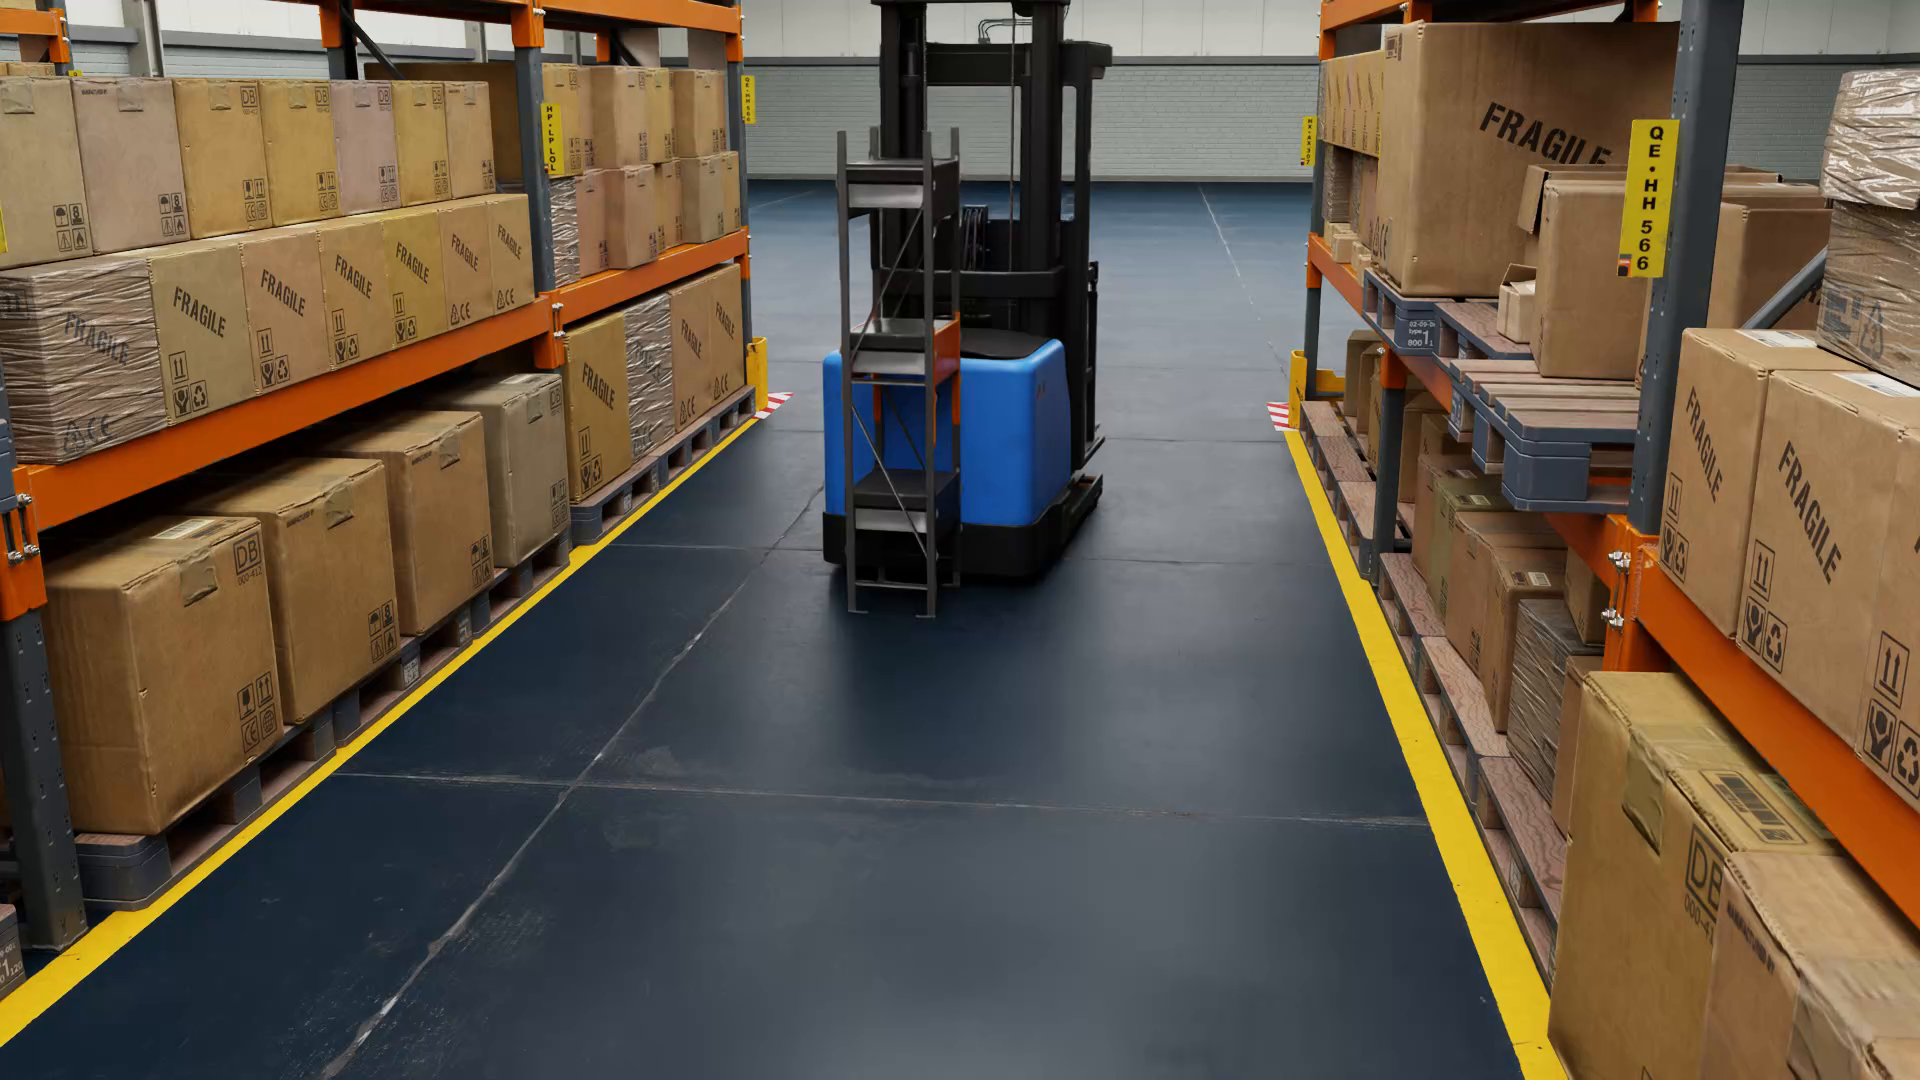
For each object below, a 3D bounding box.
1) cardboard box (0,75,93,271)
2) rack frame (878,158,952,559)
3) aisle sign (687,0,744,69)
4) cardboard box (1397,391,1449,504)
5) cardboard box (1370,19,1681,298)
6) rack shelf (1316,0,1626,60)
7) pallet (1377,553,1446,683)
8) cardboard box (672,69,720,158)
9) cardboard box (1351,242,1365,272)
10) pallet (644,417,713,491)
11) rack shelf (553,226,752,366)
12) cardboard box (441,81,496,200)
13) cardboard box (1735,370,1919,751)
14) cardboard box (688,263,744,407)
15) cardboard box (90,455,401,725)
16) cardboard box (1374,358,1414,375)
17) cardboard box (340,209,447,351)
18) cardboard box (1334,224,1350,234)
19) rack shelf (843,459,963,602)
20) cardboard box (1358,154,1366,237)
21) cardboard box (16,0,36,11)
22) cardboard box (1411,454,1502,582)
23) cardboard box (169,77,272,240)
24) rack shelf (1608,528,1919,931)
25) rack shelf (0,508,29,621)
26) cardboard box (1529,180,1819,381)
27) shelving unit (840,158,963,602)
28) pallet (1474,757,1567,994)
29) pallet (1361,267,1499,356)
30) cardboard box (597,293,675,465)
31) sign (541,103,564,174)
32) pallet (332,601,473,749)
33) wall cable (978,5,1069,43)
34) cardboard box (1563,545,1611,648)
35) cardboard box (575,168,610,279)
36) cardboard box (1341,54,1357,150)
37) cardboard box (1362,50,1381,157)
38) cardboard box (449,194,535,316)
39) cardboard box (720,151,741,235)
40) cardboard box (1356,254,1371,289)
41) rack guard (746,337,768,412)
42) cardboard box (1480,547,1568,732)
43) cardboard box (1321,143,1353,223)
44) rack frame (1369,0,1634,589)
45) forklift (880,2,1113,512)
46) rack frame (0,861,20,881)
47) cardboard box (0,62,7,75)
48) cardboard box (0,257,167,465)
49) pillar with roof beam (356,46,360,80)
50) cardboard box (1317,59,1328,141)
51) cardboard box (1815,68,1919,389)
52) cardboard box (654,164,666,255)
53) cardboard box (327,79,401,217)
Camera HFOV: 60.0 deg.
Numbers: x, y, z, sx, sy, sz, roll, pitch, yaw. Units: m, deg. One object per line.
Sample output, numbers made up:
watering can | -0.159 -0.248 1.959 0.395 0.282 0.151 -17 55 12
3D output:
cardboard box | -2.864 -1.002 4.515 0.700 0.500 0.500 2 15 6
rack frame | -0.199 -0.802 7.577 0.380 1.831 0.006 3 16 13
aisle sign | -1.716 -3.695 11.598 0.394 0.787 0.004 2 15 6
cardboard box | 2.816 -1.637 9.621 1.144 2.239 2.984 7 17 24
cardboard box | 2.215 -1.511 6.549 1.000 1.000 1.000 2 15 7
rack shelf | 2.669 -2.840 9.049 1.077 0.370 4.000 2 15 6
pallet | 2.357 0.328 7.046 1.003 0.211 1.213 2 15 6
cardboard box | -2.073 -2.783 10.853 0.875 0.550 0.550 2 15 6
cardboard box | 2.360 -1.552 9.137 0.380 0.149 0.250 2 15 6
pallet | -2.175 -0.559 10.324 1.003 0.211 1.213 2 15 6
rack shelf | -2.248 -1.564 10.078 1.077 0.370 4.000 2 15 6
cardboard box | -2.524 -1.795 7.445 0.700 0.500 0.500 1 15 5
cardboard box | 1.868 0.028 2.622 1.016 0.500 0.509 1 15 5
cardboard box | -2.033 -1.429 11.467 0.875 0.875 0.875 2 15 7
cardboard box | -2.671 0.146 5.881 1.050 0.750 0.750 2 15 7
cardboard box | 2.685 -0.775 9.764 0.500 0.500 0.500 3 15 11
cardboard box | -2.381 -1.036 6.554 0.500 0.500 0.500 2 15 7
cardboard box | 2.528 -1.875 10.333 0.380 0.149 0.250 2 15 6
rack shelf | -0.250 -0.050 7.544 0.431 0.518 0.480 3 16 13
cardboard box | 2.681 -1.798 9.090 0.875 0.649 0.860 2 15 6
cardboard box | -6.714 -3.776 11.613 0.380 0.149 0.250 2 15 7
cardboard box | 2.353 -0.067 7.111 0.700 0.500 0.500 1 15 2
cardboard box | -2.753 -1.267 5.493 0.700 0.500 0.500 1 15 5
rack shelf | 1.766 0.683 1.768 1.077 0.370 4.000 2 15 6
rack shelf | -3.150 0.511 2.405 1.077 0.370 4.000 2 15 6
cardboard box | 1.977 -0.723 4.593 0.700 0.500 0.500 4 16 15
shelving unit | -5.915 -2.520 7.919 11.920 5.104 1.038 3 16 13
pallet | 2.082 0.961 4.705 1.003 0.211 1.213 2 15 6
pallet | 2.213 -0.934 6.736 1.003 0.211 1.213 2 15 6
cardboard box | -2.235 -0.965 9.749 0.875 0.875 0.875 2 15 7
sign | -1.933 -1.900 7.875 0.100 0.325 0.005 2 15 6
pallet | -2.621 0.473 6.508 1.003 0.211 1.213 2 15 6
wall cable | 1.604 -15.301 41.493 2.305 6.003 0.169 2 15 6
cardboard box | 2.088 0.137 4.919 0.500 0.250 0.500 3 16 13
cardboard box | -2.404 -1.704 8.931 0.875 0.550 0.550 2 15 6
cardboard box | 2.393 -2.409 9.146 0.500 0.500 0.500 2 15 6
cardboard box | 2.276 -2.149 8.188 0.500 0.500 0.500 2 15 6
cardboard box | -2.267 -1.298 7.523 0.500 0.500 0.500 2 15 6
cardboard box | -2.019 -2.405 11.522 0.875 0.550 0.550 2 15 6
cardboard box | 2.219 -1.359 8.424 0.380 0.149 0.250 2 15 6
rack guard | -2.019 -1.230 12.252 1.175 0.500 0.348 2 15 6
cardboard box | 2.155 0.346 5.584 0.700 0.500 0.500 3 15 11
cardboard box | 2.806 -2.308 10.689 0.875 0.500 0.500 2 15 6
rack frame | 2.444 -1.220 7.429 1.000 3.000 0.127 2 15 6
forklift | 0.195 -1.587 8.914 1.121 2.935 3.031 4 16 13
rack frame | -2.921 -0.355 4.229 0.949 2.616 0.053 2 15 6
cardboard box | -6.857 -2.954 11.164 0.700 0.500 0.500 2 15 7
cardboard box | -2.606 -0.512 4.617 0.500 0.500 0.500 2 15 7
pillar with roof beam | -6.550 -9.979 28.325 9.100 9.000 0.400 2 15 6
cardboard box | 2.562 -2.798 10.585 0.500 0.500 0.500 2 15 6
cardboard box | 1.894 -0.526 2.748 0.797 0.503 0.637 2 15 8
cardboard box | -2.266 -1.981 9.956 0.875 0.550 0.500 2 15 6
cardboard box | -2.637 -1.530 6.467 0.700 0.500 0.500 2 15 7
